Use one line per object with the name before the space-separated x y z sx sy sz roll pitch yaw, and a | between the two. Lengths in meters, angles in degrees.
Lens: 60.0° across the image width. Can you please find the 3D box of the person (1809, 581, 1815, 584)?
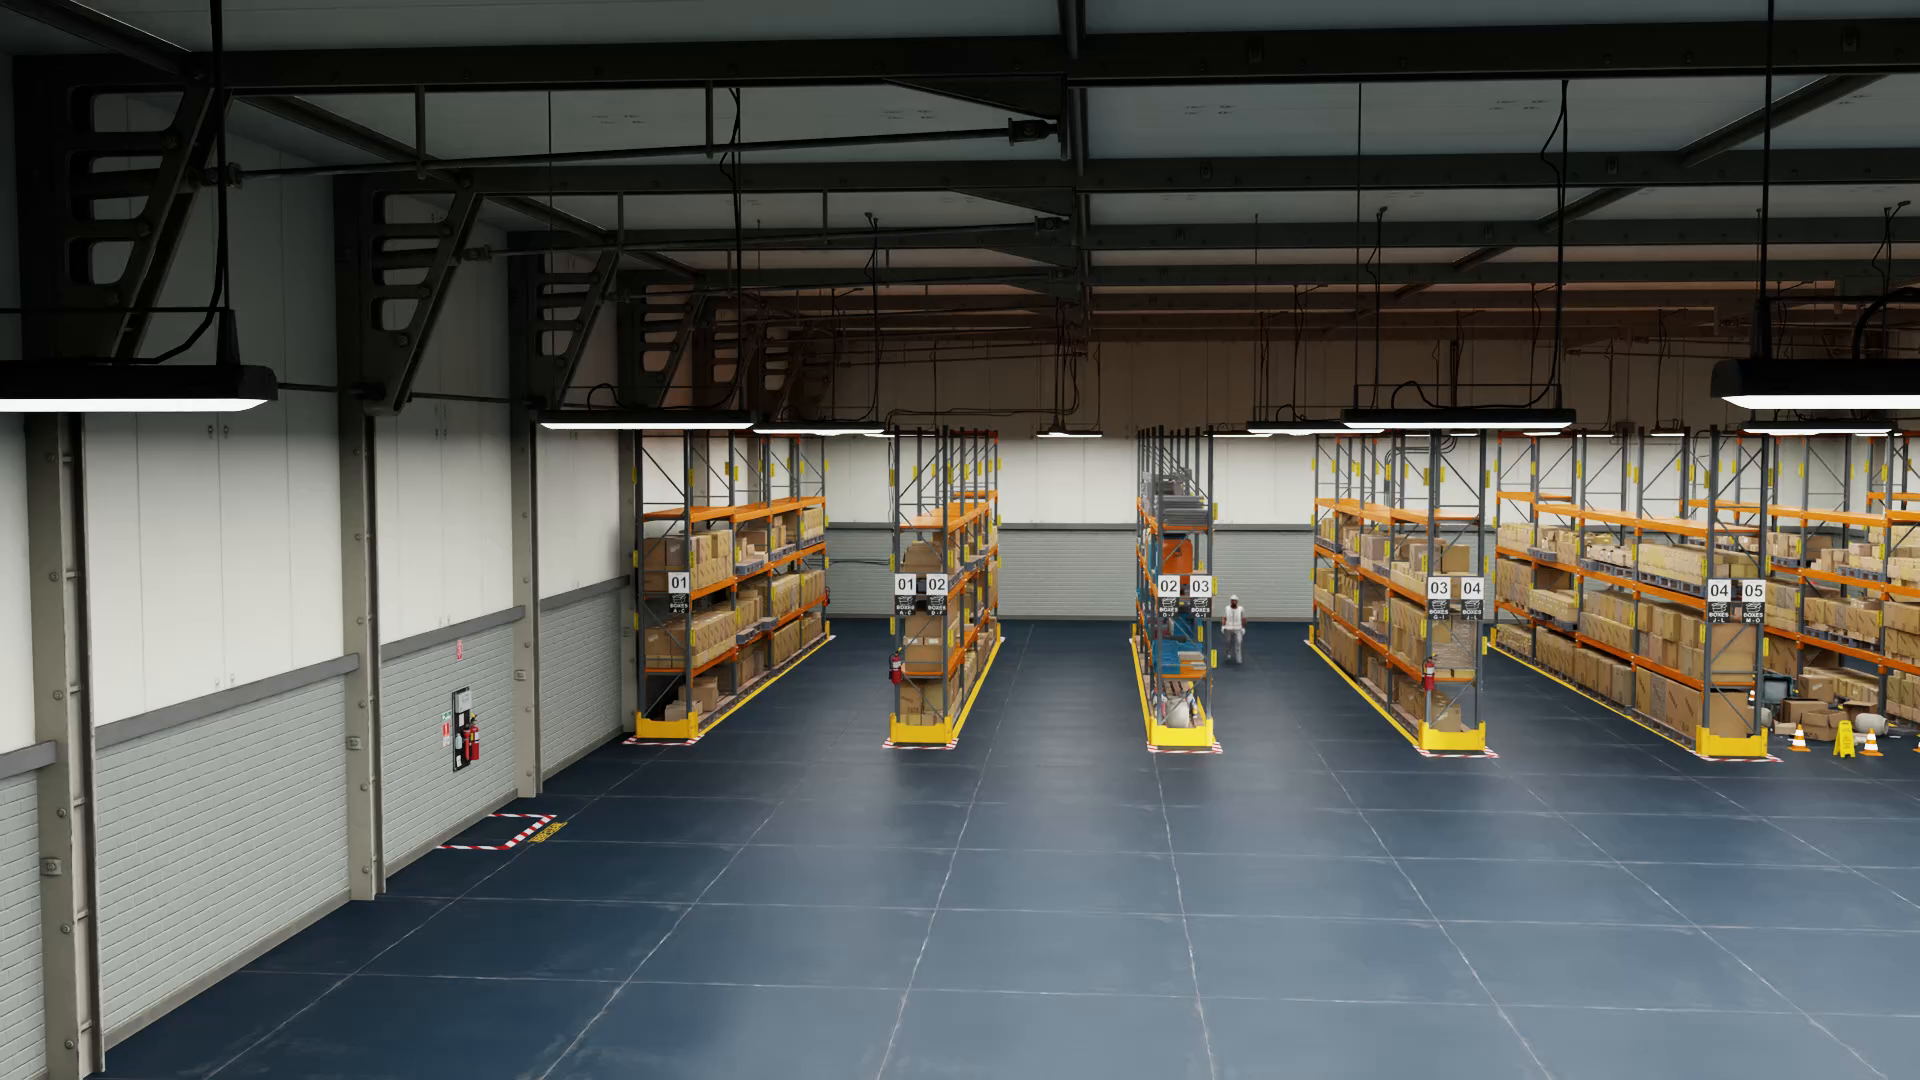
person | 23.930 2.023 46.712 0.826 1.771 0.548 0 3 7

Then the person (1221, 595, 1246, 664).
person | 7.027 2.283 42.717 0.652 1.727 1.094 0 3 2

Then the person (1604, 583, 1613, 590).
person | 18.098 2.048 46.367 1.058 1.718 0.554 2 4 26
